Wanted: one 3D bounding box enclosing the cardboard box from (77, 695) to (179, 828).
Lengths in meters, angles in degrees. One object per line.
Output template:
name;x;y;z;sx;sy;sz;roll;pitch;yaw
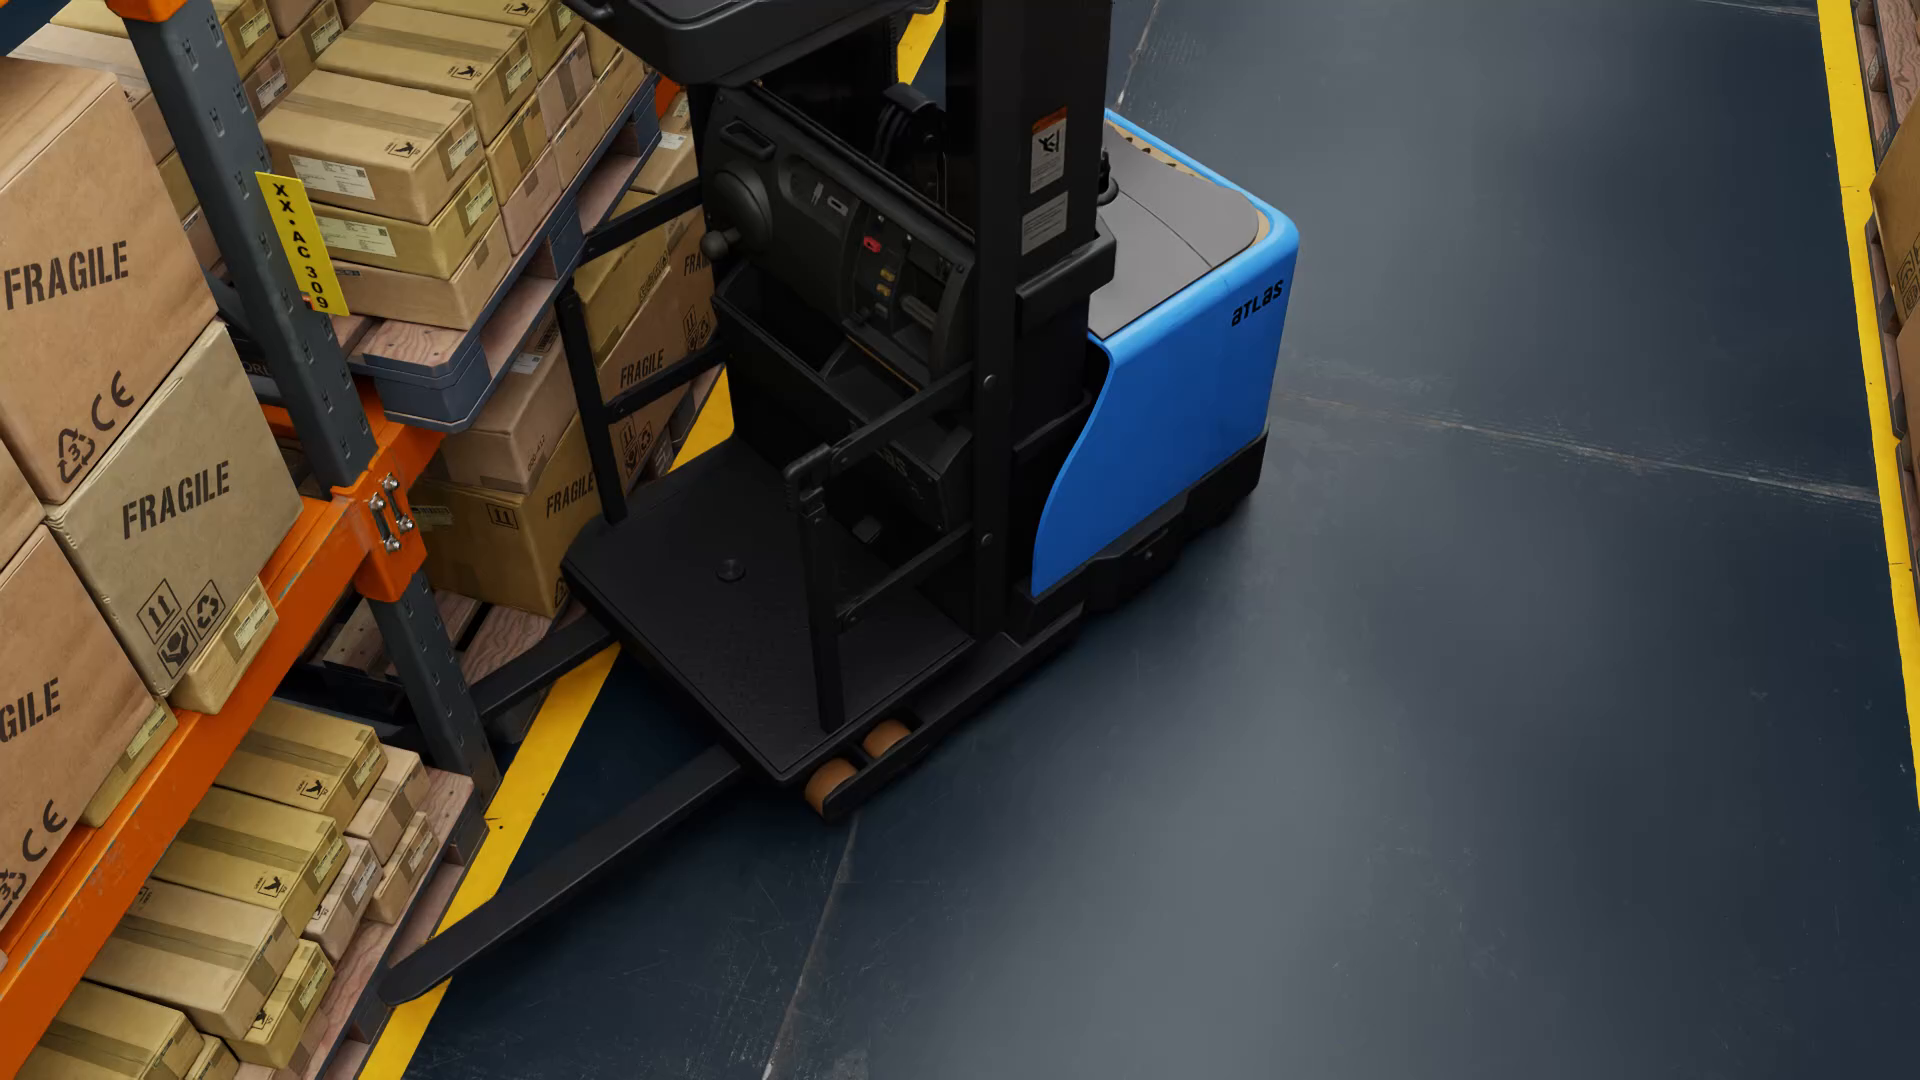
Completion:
cardboard box;-1.717;0.351;3.107;0.380;0.149;0.250;13;50;12

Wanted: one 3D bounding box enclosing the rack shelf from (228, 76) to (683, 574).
rack shelf;-1.251;-1.582;5.126;1.077;0.370;4.000;12;50;10

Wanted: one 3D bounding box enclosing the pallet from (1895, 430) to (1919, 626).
pallet;3.431;0.143;4.983;1.003;0.211;1.213;12;50;10

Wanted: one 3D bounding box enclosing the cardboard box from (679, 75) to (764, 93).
cardboard box;-0.923;-1.549;5.503;0.500;0.250;0.500;13;50;11

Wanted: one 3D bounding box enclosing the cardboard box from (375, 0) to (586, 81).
cardboard box;-1.092;-1.208;3.807;0.380;0.149;0.250;12;50;10

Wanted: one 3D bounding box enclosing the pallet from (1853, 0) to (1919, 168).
pallet;4.241;-1.857;6.749;1.003;0.211;1.213;12;50;10

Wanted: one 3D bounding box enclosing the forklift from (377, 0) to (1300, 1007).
forklift;-0.469;-0.655;3.874;3.031;2.935;1.130;-34;57;-26

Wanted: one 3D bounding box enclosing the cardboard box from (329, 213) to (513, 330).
cardboard box;-1.230;-0.624;3.687;0.380;0.149;0.250;9;49;8

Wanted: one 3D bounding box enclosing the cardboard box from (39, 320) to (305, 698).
cardboard box;-1.632;-0.100;3.072;0.500;0.500;0.500;12;50;10

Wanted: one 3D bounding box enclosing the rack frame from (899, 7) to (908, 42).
rack frame;-0.724;-3.267;6.133;1.000;3.000;0.127;12;50;10

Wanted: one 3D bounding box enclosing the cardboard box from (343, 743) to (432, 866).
cardboard box;-1.553;0.623;4.123;0.380;0.149;0.250;12;50;11

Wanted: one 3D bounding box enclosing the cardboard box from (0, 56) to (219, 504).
cardboard box;-1.640;-0.443;2.708;0.500;0.500;0.500;10;49;9

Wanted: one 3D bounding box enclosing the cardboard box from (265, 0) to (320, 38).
cardboard box;-1.720;-1.336;3.919;0.380;0.149;0.250;10;49;9

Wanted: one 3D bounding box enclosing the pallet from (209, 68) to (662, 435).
pallet;-1.435;-0.834;4.114;1.003;0.211;1.213;12;50;10

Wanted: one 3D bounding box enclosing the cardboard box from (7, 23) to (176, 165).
cardboard box;-1.860;-0.955;3.583;0.380;0.149;0.250;14;50;12

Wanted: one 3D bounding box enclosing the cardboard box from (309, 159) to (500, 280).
cardboard box;-1.230;-0.722;3.576;0.380;0.149;0.250;12;50;11

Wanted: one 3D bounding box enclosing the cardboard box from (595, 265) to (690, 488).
cardboard box;-1.189;-0.551;5.123;0.500;0.500;0.500;14;50;12

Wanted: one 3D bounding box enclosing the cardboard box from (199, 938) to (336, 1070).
cardboard box;-1.666;1.018;3.774;0.380;0.149;0.250;10;49;9

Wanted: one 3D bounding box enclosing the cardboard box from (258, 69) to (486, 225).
cardboard box;-1.230;-0.821;3.464;0.380;0.149;0.250;14;50;12

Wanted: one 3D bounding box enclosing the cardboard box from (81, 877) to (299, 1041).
cardboard box;-1.707;0.917;3.665;0.380;0.149;0.250;11;50;10

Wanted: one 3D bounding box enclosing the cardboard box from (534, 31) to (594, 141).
cardboard box;-1.096;-1.097;3.906;0.380;0.149;0.250;13;50;11

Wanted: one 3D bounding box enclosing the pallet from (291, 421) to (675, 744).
pallet;-1.573;-0.015;5.122;1.003;0.211;1.213;12;50;10

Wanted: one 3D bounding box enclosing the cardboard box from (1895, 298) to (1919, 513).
cardboard box;3.591;-0.513;4.839;1.225;0.875;0.875;12;50;10

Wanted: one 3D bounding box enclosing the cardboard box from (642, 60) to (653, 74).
cardboard box;-0.959;-1.371;4.347;0.380;0.149;0.250;10;49;8

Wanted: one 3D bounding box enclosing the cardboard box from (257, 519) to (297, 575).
cardboard box;-1.626;-0.038;3.450;0.380;0.149;0.250;11;50;10

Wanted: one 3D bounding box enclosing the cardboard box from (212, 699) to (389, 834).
cardboard box;-1.619;0.542;3.995;0.380;0.149;0.250;13;50;11

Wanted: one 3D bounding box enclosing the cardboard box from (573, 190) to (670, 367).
cardboard box;-1.190;-0.802;4.844;0.500;0.250;0.500;13;50;11

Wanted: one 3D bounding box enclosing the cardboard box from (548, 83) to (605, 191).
cardboard box;-1.093;-1.006;4.024;0.380;0.149;0.250;12;50;10

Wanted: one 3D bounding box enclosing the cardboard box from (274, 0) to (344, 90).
cardboard box;-1.726;-1.225;4.019;0.380;0.149;0.250;14;50;12

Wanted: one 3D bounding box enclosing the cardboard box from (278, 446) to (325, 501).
cardboard box;-1.825;-0.271;4.875;0.500;0.500;0.500;11;49;9

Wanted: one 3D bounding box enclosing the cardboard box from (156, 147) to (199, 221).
cardboard box;-1.863;-0.855;3.693;0.380;0.149;0.250;13;50;11

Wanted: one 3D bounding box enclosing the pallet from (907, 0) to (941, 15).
pallet;-0.444;-2.900;7.668;1.003;0.211;1.213;12;50;10

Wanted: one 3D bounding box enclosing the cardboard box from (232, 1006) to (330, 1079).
cardboard box;-1.708;1.157;3.850;0.380;0.149;0.250;10;49;9

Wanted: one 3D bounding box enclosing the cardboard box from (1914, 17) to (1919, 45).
cardboard box;4.191;-2.022;6.408;0.700;0.500;0.500;9;49;8

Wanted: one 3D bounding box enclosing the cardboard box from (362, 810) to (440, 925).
cardboard box;-1.551;0.781;4.181;0.380;0.149;0.250;12;50;11
